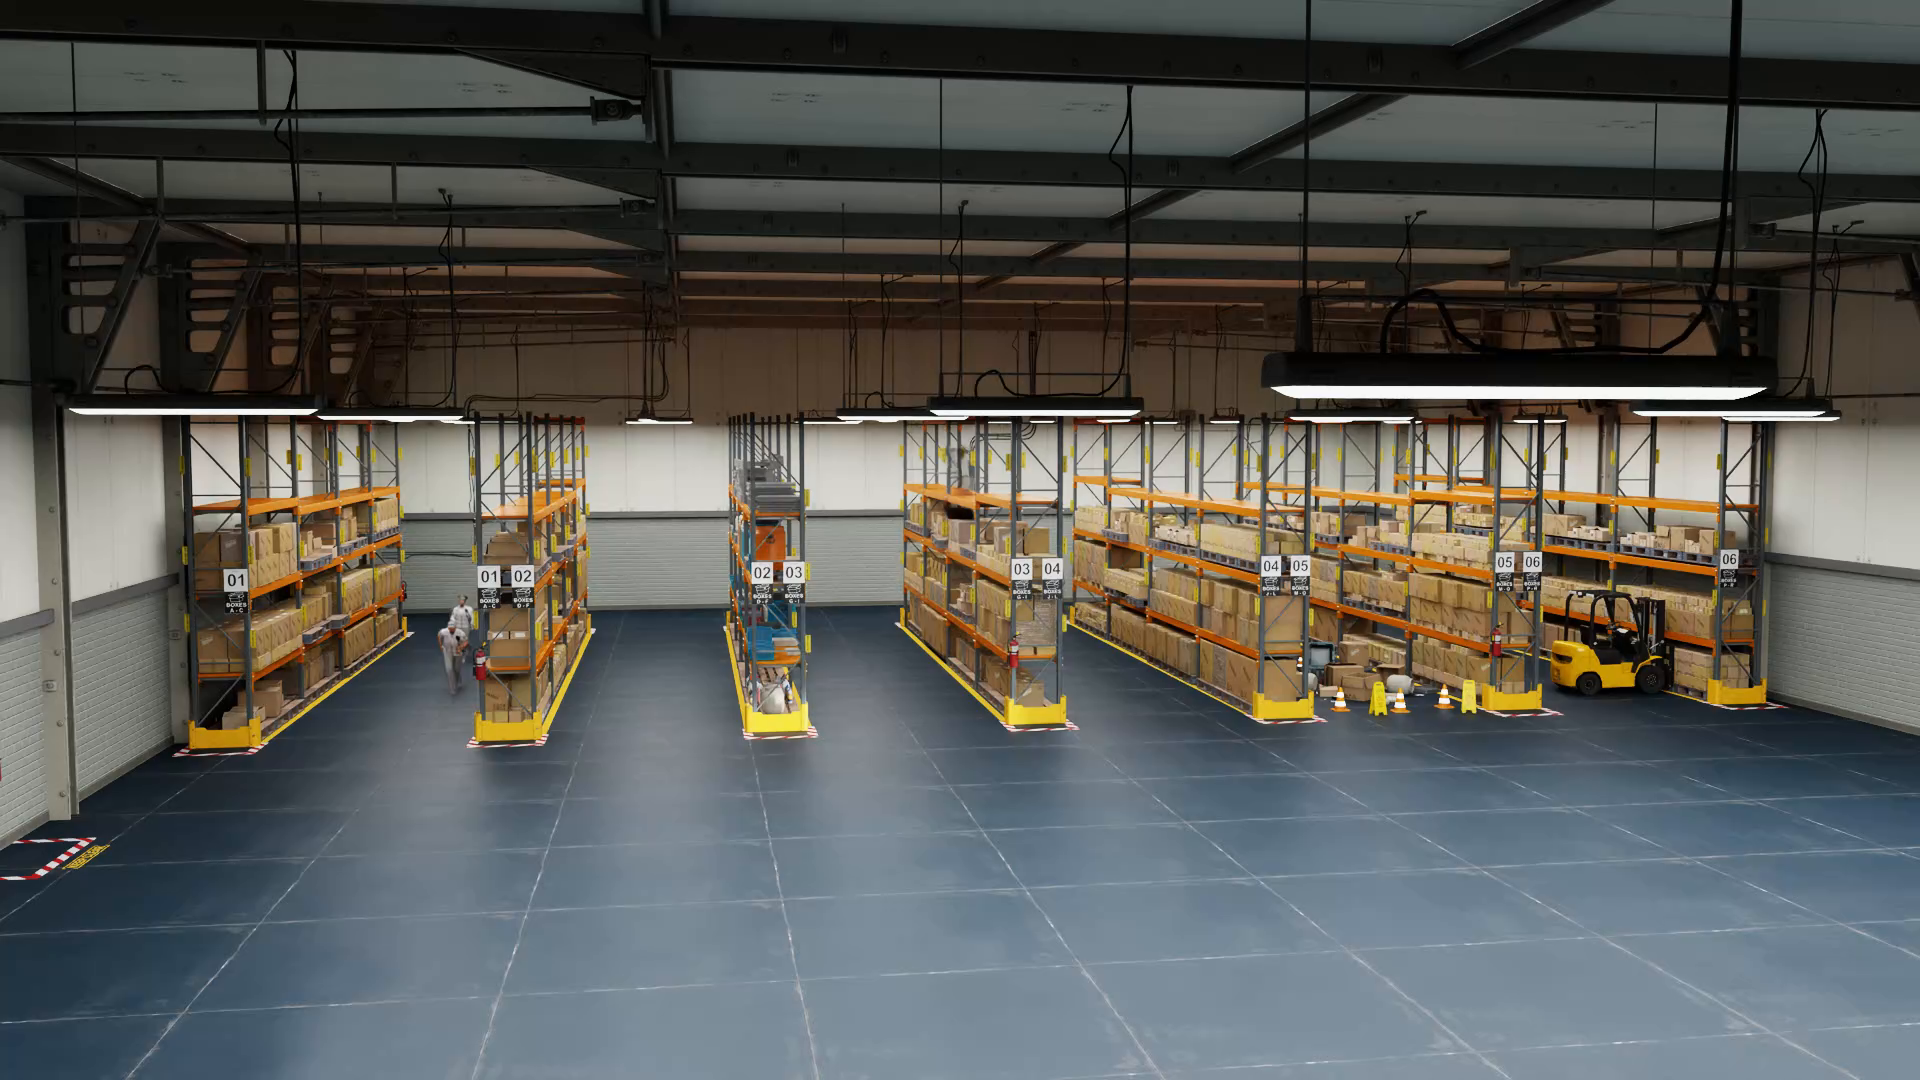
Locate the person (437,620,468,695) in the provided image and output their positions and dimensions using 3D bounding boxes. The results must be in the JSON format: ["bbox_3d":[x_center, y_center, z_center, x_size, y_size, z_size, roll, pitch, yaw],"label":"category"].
[{"bbox_3d":[-10.957,2.513,35.967,0.642,1.627,0.984,-1,4,-9],"label":"person"}]

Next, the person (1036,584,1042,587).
[{"bbox_3d":[2.261,1.576,48.471,0.749,1.700,0.673,2,4,30],"label":"person"}]

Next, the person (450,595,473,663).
[{"bbox_3d":[-12.122,2.151,40.550,0.616,1.659,0.554,0,4,-5],"label":"person"}]
